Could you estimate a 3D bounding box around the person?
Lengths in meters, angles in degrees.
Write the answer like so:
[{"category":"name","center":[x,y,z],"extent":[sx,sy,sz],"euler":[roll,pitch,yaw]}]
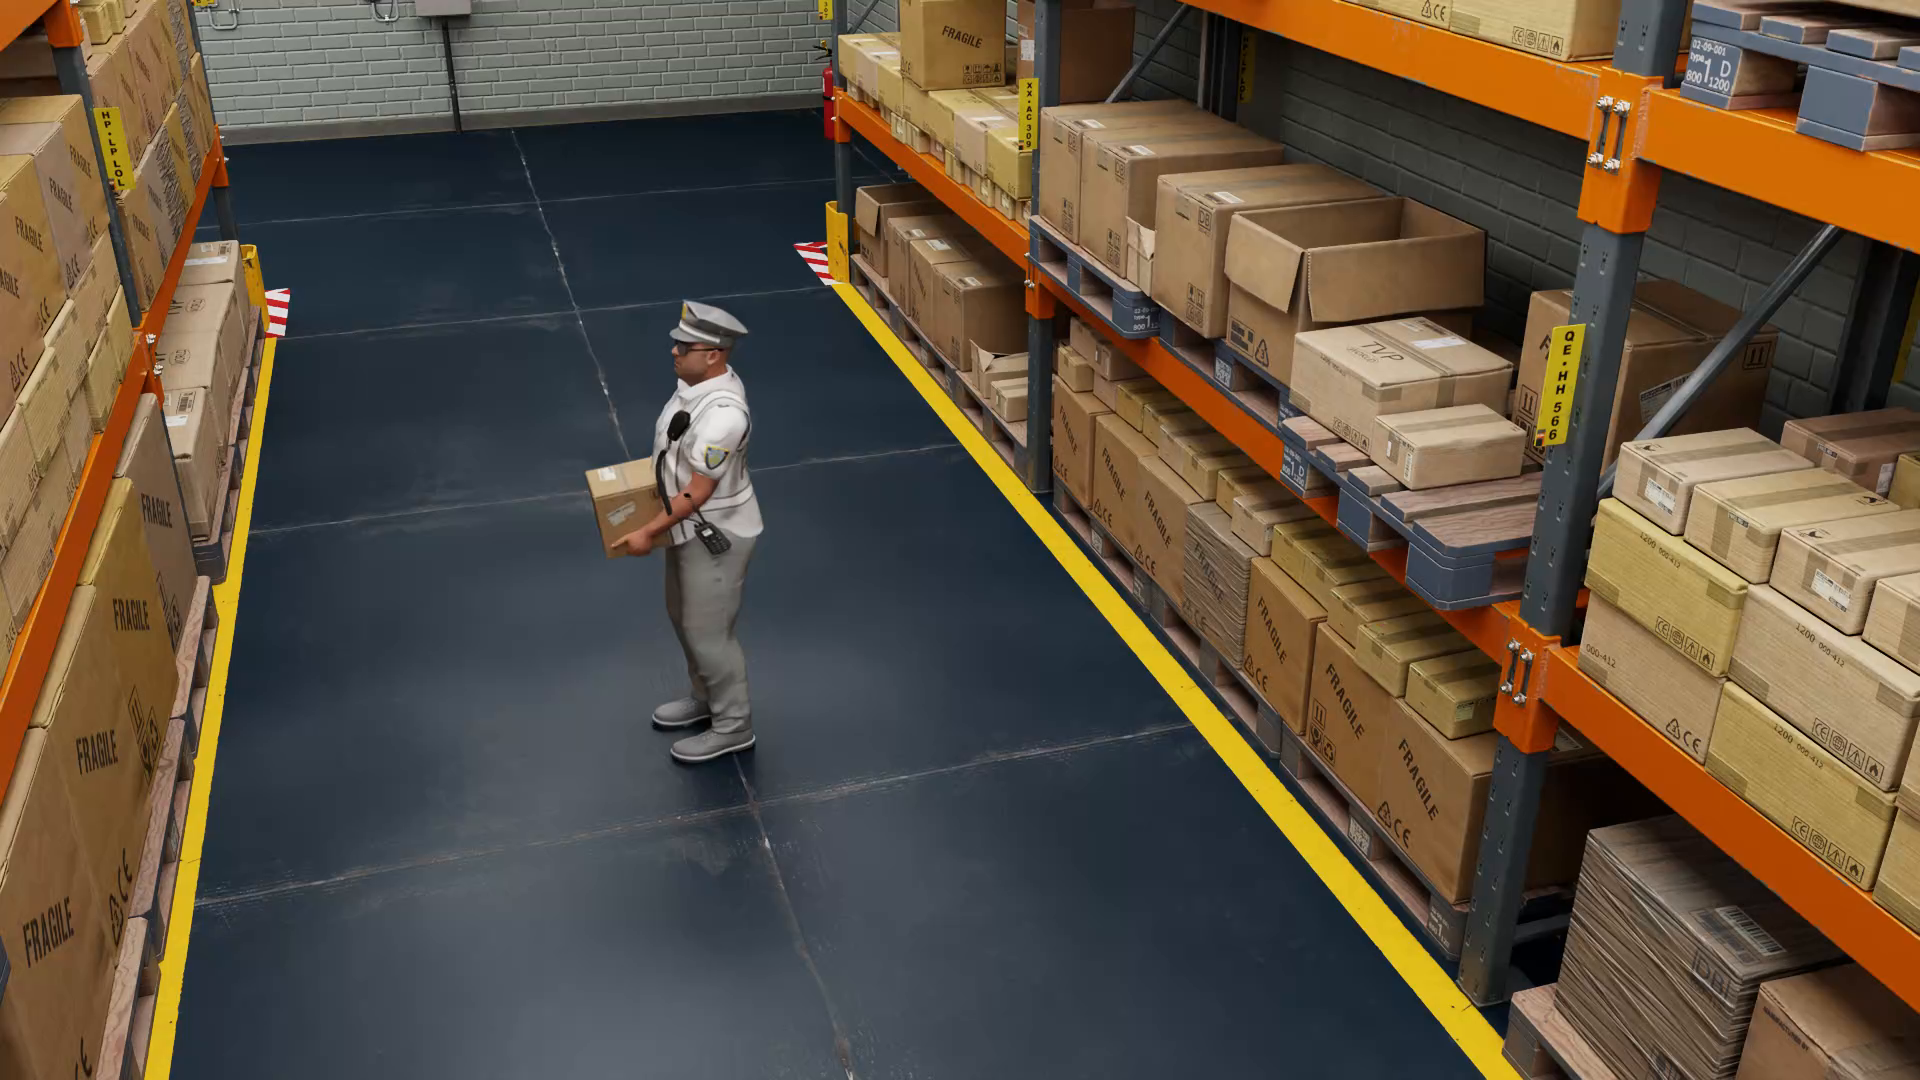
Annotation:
[{"category":"person","center":[-1.016,-0.027,6.133],"extent":[0.561,1.772,0.504],"euler":[-8,27,-16]}]
